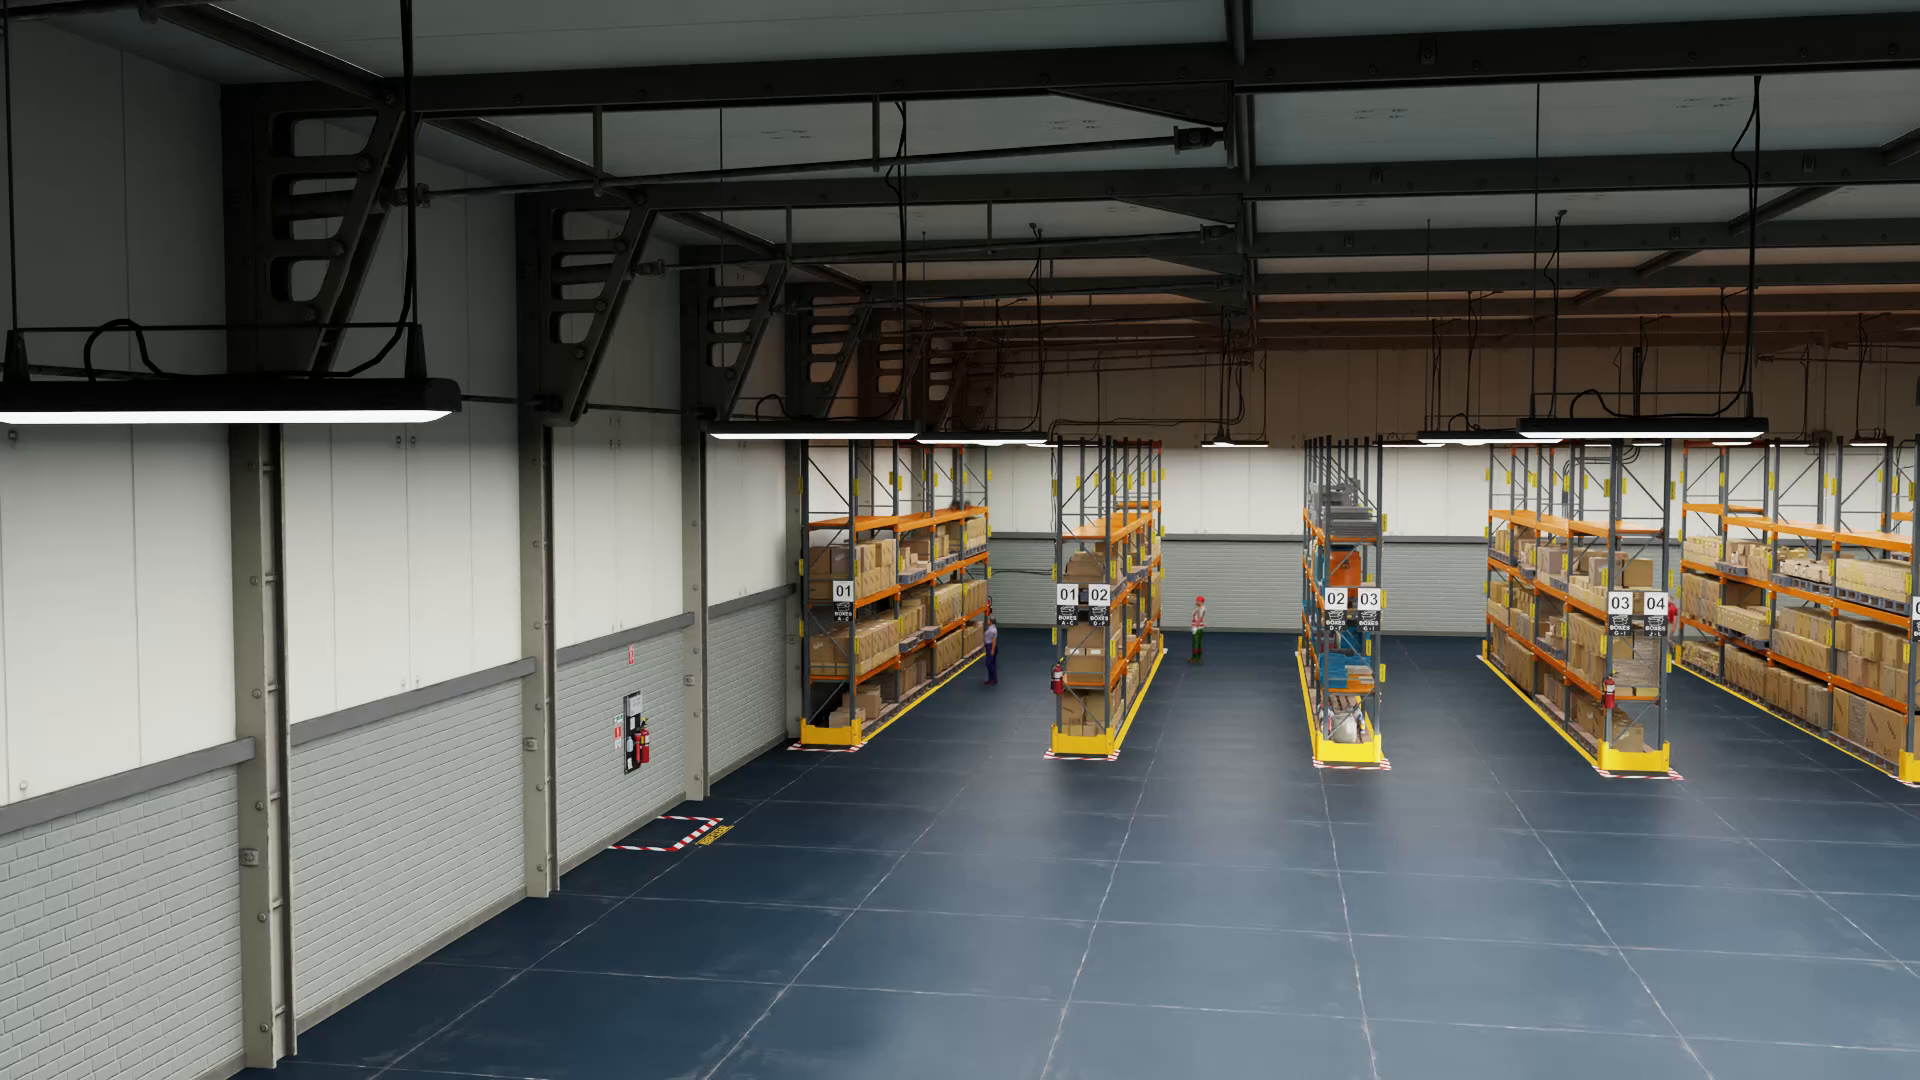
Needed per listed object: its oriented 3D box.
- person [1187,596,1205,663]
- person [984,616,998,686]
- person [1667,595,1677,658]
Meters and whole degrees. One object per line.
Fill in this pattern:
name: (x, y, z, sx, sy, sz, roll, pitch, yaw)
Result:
person: (6.378, 2.405, 44.894, 0.487, 1.788, 0.612, 1, 3, 19)
person: (0.756, 2.717, 40.648, 0.352, 1.693, 0.534, 0, 3, -2)
person: (19.490, 2.374, 45.709, 0.520, 1.715, 0.549, 0, 3, -5)
